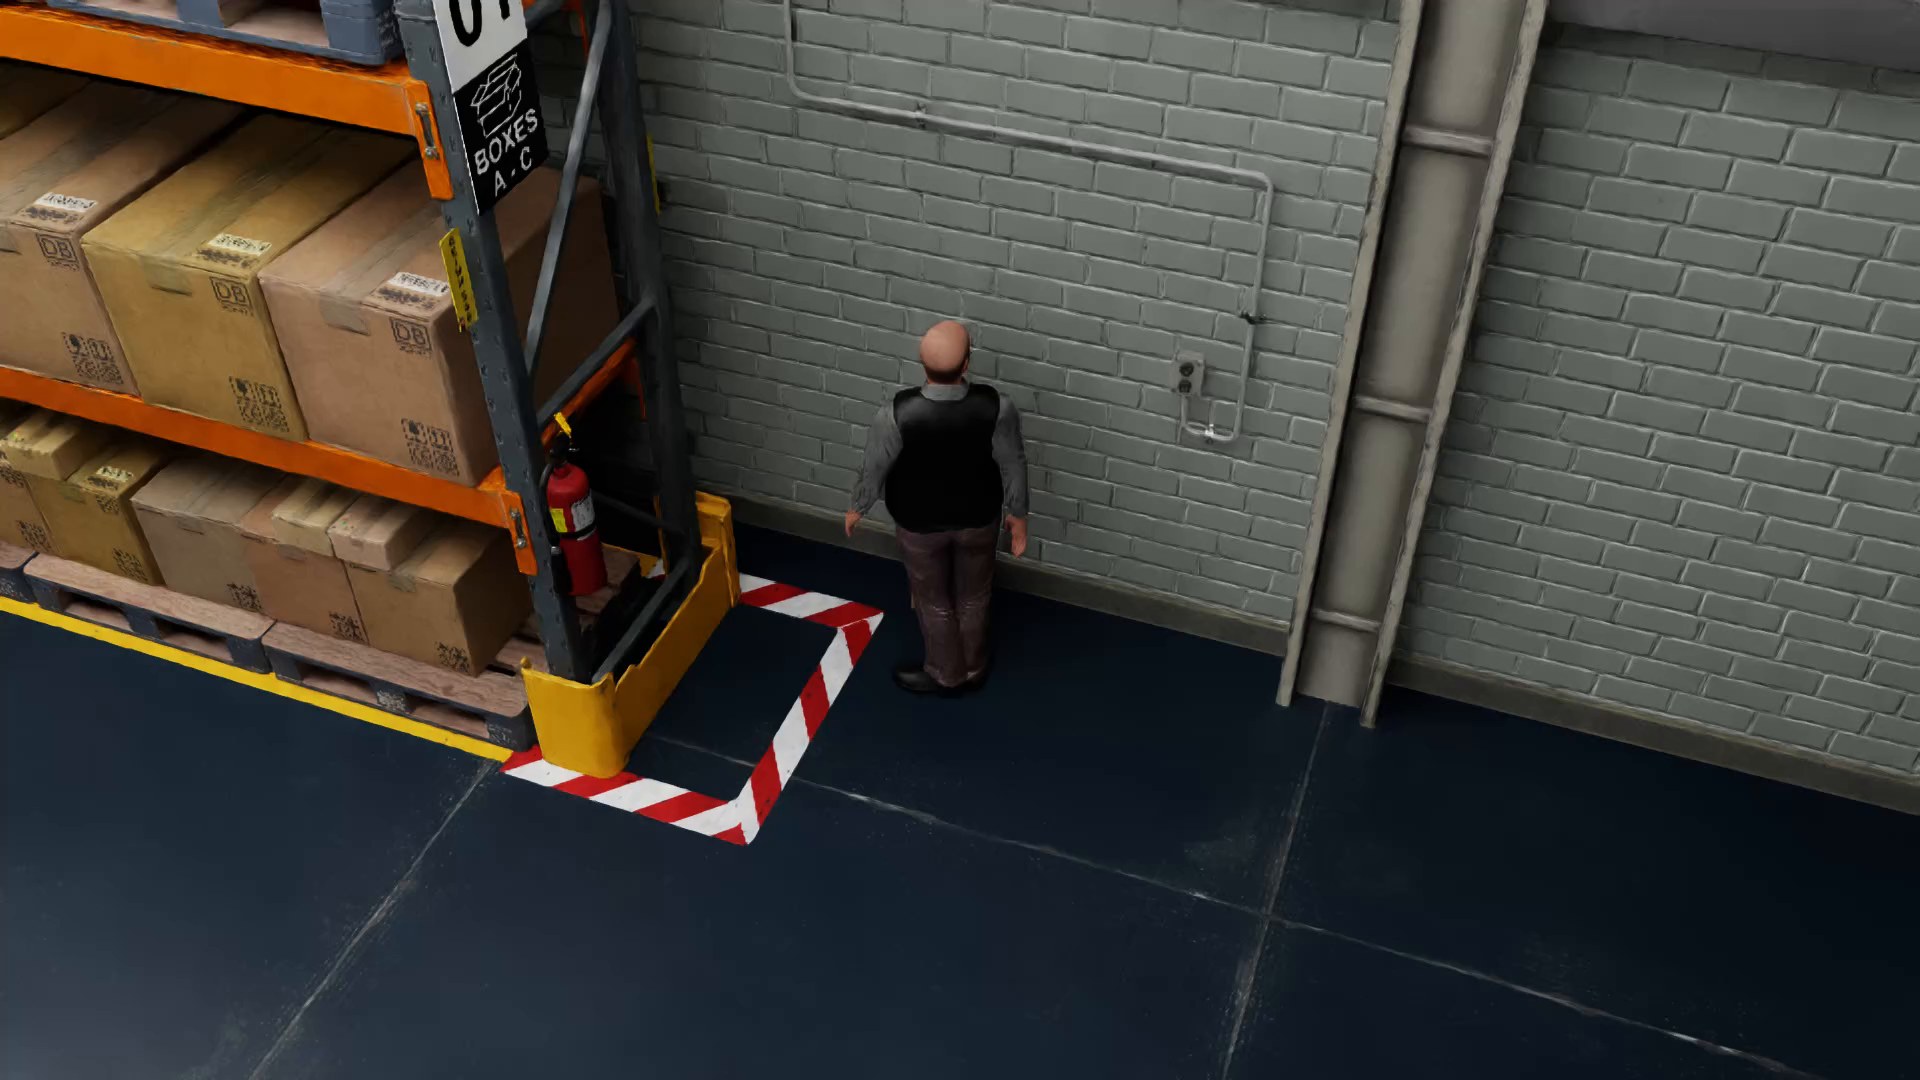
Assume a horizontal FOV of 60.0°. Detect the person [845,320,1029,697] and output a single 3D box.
[{"bbox_3d":[-0.093,-0.098,6.265,0.678,1.725,0.353,-6,42,-7],"label":"person"}]
